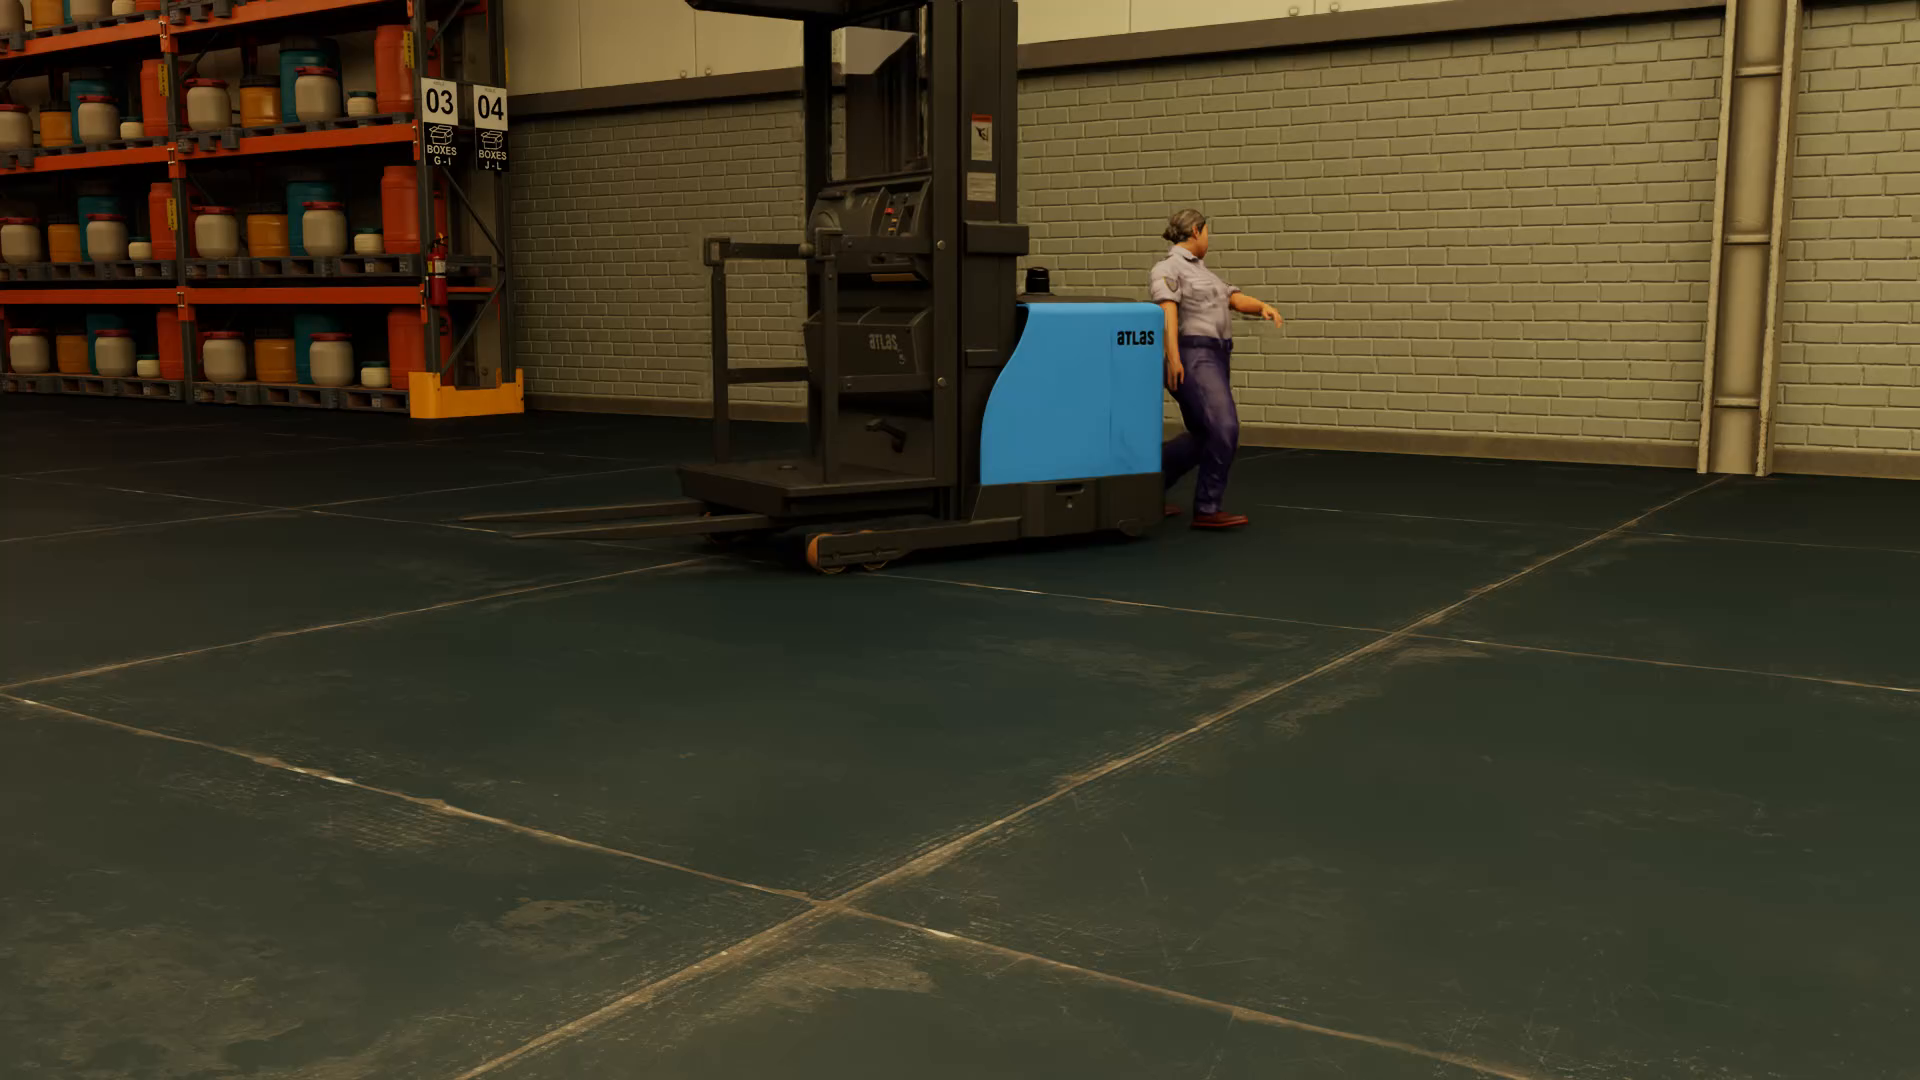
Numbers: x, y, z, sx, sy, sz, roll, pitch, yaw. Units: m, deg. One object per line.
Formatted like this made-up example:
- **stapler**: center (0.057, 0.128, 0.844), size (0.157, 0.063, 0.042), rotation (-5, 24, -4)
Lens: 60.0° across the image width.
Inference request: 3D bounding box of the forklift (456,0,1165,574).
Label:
- **forklift**: center (-0.569, -1.397, 7.020), size (3.031, 2.935, 1.130), rotation (-5, 10, -33)

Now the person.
- **person**: center (1.149, -0.837, 8.052), size (0.824, 1.524, 0.719), rotation (3, 9, 21)
